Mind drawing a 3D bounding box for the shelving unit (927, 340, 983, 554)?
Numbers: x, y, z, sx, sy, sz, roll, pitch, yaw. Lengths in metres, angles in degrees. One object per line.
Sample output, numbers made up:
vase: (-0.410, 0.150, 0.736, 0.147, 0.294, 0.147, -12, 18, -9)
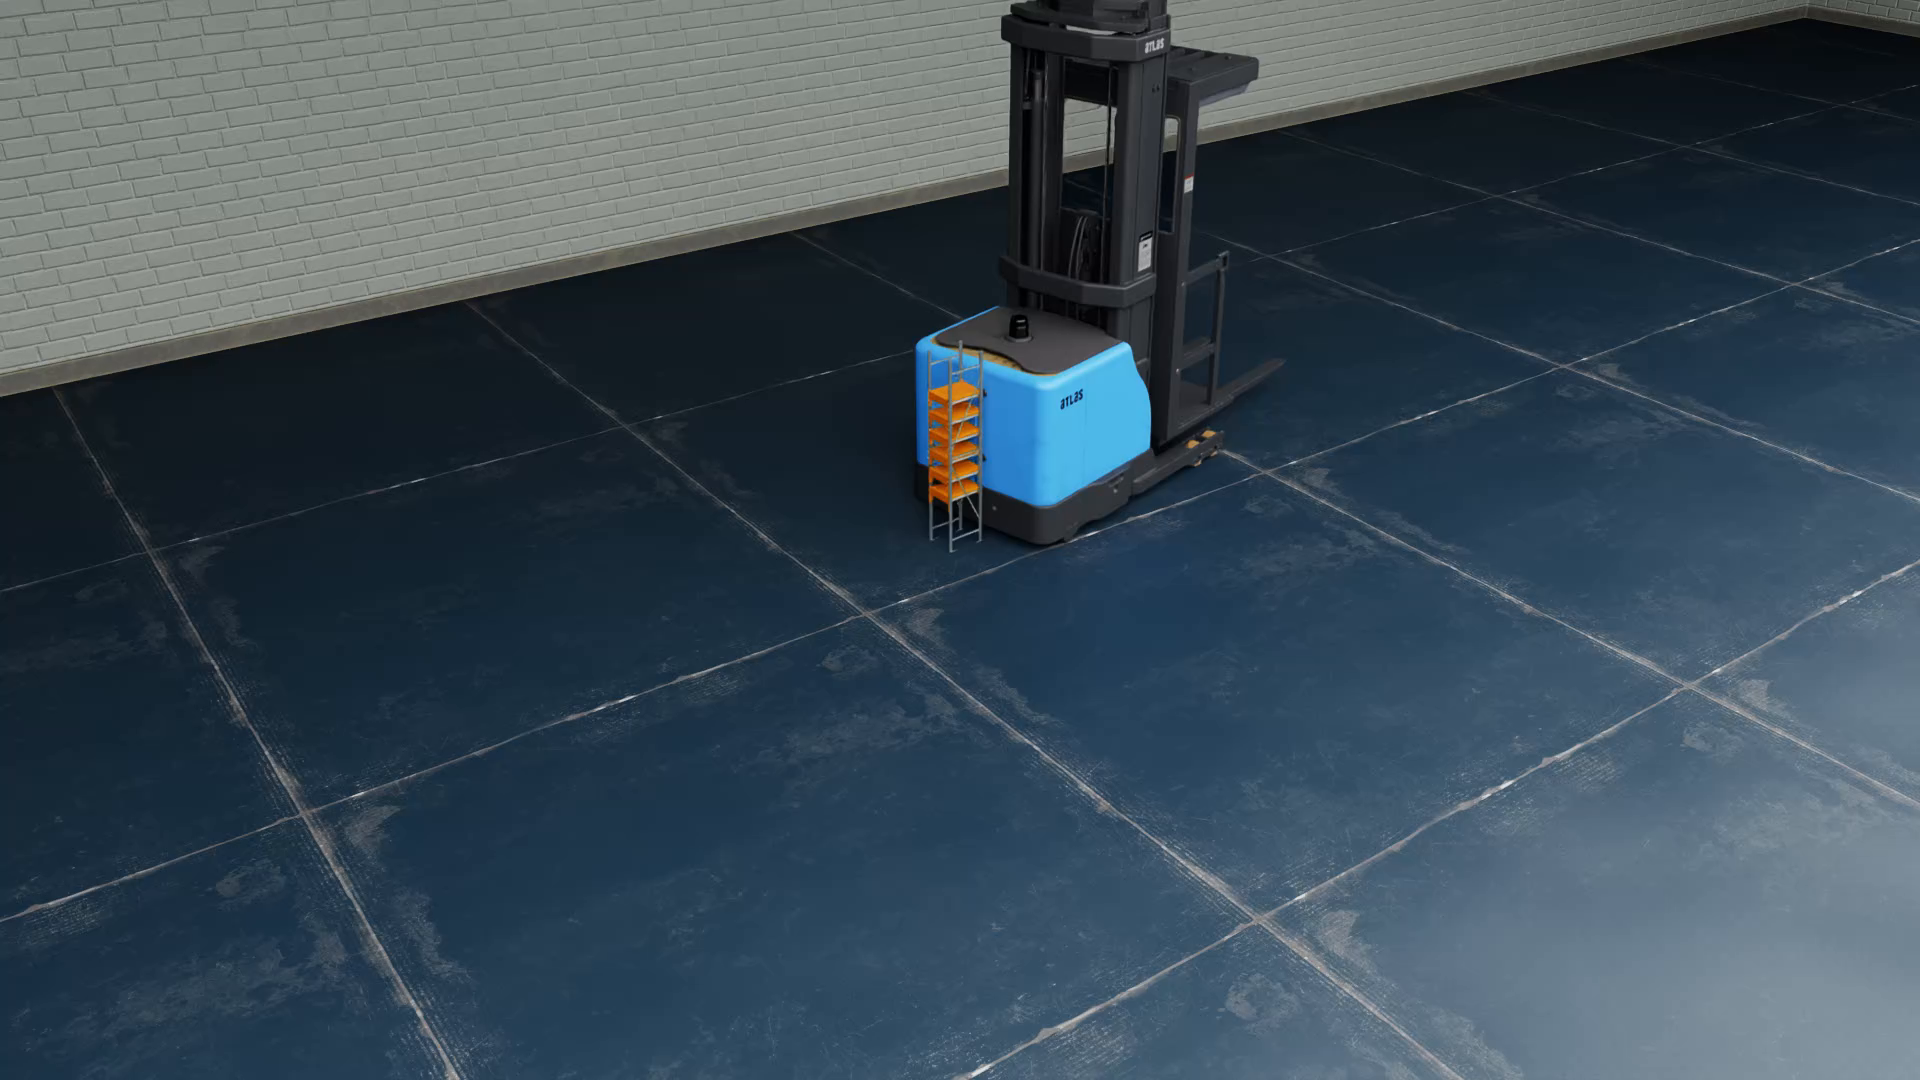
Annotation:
shelving unit: (-0.026, -0.519, 9.447, 0.258, 1.200, 0.189, -21, 35, -33)

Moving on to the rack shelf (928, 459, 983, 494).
rack shelf: (-0.026, -0.374, 9.526, 0.258, 0.103, 0.180, -21, 35, -33)

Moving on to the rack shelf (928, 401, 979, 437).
rack shelf: (-0.025, -0.690, 9.354, 0.258, 0.103, 0.180, -21, 35, -33)

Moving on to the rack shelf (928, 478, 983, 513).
rack shelf: (-0.026, -0.269, 9.584, 0.258, 0.103, 0.180, -21, 35, -33)

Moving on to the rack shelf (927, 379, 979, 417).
rack shelf: (-0.025, -0.796, 9.296, 0.258, 0.103, 0.180, -21, 35, -33)

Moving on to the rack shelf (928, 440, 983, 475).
rack shelf: (-0.026, -0.480, 9.469, 0.258, 0.103, 0.180, -21, 35, -33)

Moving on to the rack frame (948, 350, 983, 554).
rack frame: (0.032, -0.485, 9.385, 0.240, 1.200, 0.006, -21, 35, -33)

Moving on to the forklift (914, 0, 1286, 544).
forklift: (1.051, -1.893, 10.165, 1.130, 2.935, 3.031, 22, 35, 34)

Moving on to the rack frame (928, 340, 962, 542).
rack frame: (-0.083, -0.553, 9.510, 0.240, 1.200, 0.006, -21, 35, -33)

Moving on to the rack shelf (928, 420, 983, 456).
rack shelf: (-0.025, -0.585, 9.411, 0.258, 0.103, 0.180, -21, 35, -33)
